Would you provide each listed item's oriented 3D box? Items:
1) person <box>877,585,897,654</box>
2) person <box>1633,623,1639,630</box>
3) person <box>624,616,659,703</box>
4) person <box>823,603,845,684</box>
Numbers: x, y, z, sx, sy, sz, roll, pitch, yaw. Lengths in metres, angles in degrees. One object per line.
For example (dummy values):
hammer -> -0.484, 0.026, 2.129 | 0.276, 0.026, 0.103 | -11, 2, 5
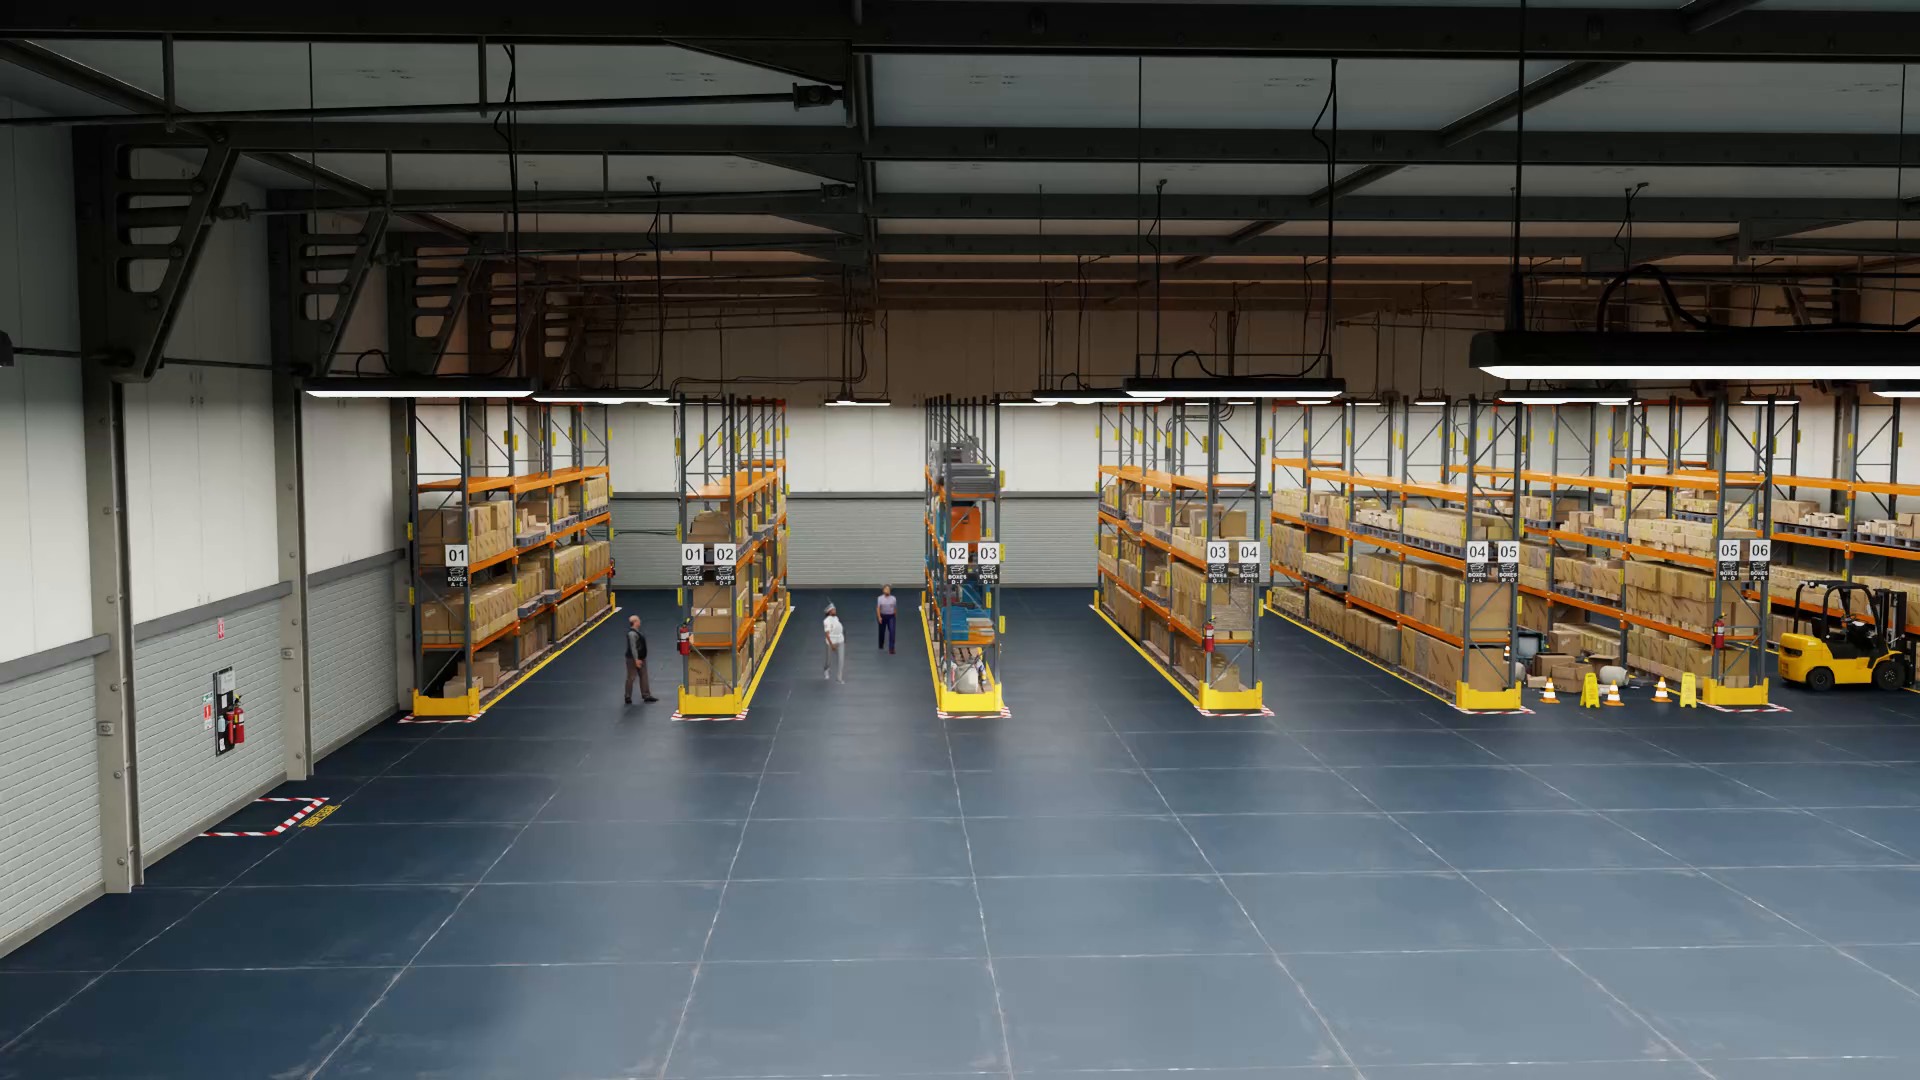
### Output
person -> -1.705, 1.850, 38.923 | 0.496, 1.594, 0.940 | -1, 5, -9
person -> 16.610, 1.623, 40.835 | 0.436, 1.769, 0.627 | 2, 5, 21
person -> -6.256, 2.322, 32.282 | 0.653, 1.712, 0.530 | 2, 5, 23
person -> -2.624, 2.139, 34.650 | 0.458, 1.636, 0.846 | -2, 5, -19
